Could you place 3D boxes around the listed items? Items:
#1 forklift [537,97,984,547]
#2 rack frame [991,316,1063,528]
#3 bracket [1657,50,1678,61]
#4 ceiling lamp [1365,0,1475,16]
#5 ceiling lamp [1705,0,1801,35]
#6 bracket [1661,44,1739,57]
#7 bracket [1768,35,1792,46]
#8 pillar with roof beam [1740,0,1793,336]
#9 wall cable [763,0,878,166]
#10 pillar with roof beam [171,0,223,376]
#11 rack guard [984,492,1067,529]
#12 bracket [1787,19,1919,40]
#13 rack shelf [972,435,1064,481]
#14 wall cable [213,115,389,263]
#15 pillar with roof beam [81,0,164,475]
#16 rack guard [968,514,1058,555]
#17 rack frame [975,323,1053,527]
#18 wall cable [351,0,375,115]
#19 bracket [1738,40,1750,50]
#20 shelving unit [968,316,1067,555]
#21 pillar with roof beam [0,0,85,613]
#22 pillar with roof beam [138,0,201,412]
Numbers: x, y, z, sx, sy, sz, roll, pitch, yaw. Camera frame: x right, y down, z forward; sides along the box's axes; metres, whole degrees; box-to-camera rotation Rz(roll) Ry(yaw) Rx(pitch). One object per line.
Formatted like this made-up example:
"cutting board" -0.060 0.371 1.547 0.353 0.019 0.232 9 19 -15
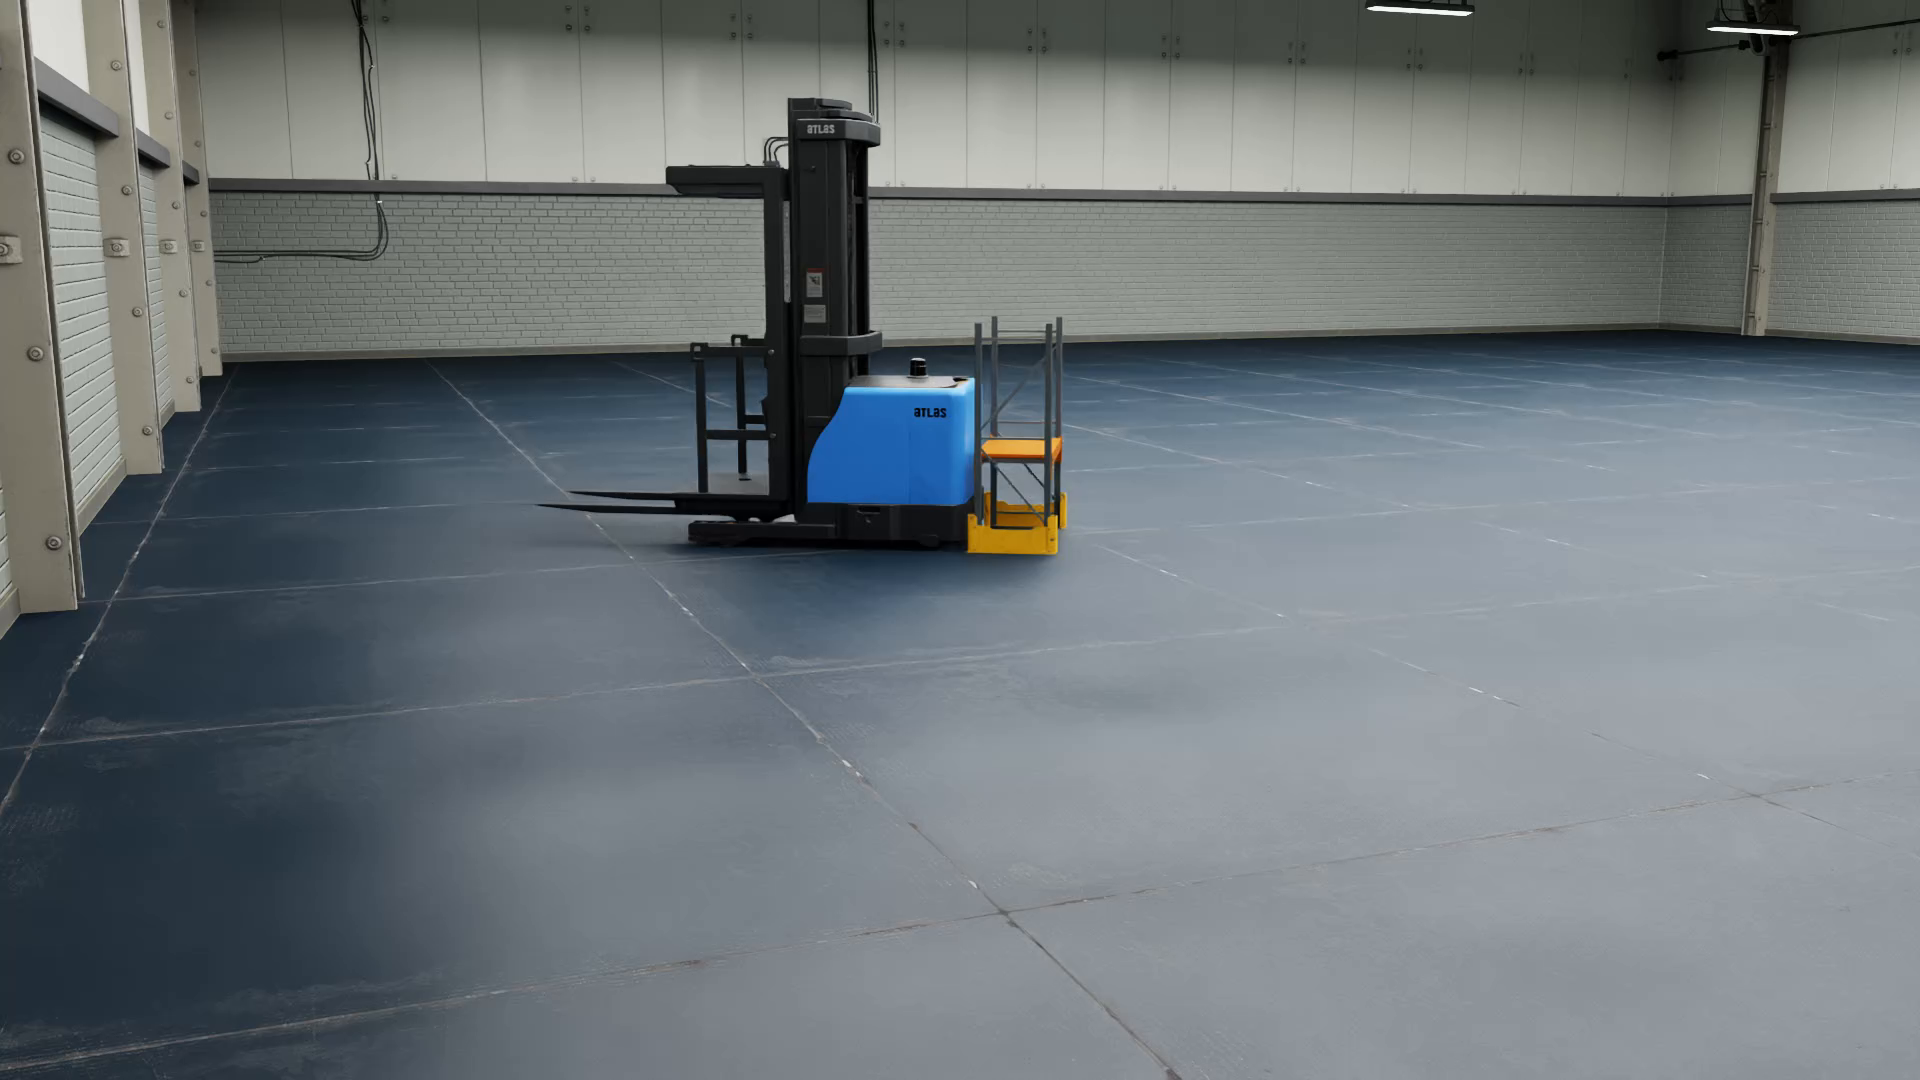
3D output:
"forklift" -1.391 -1.488 11.418 3.031 2.935 1.130 1 10 8
"rack frame" 0.470 -0.830 11.806 0.500 1.500 0.032 1 10 7
"bracket" 16.366 -11.207 38.453 0.235 0.232 0.430 -4 11 -21
"ceiling lamp" 7.642 -10.466 27.894 2.000 3.185 0.800 -4 11 -21
"ceiling lamp" 14.483 -10.932 30.513 2.000 3.185 0.800 -4 11 -21
"bracket" 16.580 -11.111 37.911 0.076 0.066 3.189 -4 11 -21
"bracket" 17.526 -10.685 35.517 0.235 0.232 0.430 -4 11 -21
"pillar with roof beam" 13.694 -8.730 34.803 9.100 9.000 0.548 -4 11 -21
"wall cable" -2.634 -9.843 31.351 2.305 6.003 0.169 -4 11 -21
"pillar with roof beam" -7.640 -7.277 26.637 9.100 9.000 0.548 -4 11 -21
"rack guard" 0.468 -0.212 11.896 0.587 0.250 0.087 1 10 7
"bracket" 18.460 -10.265 33.152 0.076 0.066 4.783 -4 11 -21
"rack shelf" 0.408 -0.565 11.340 0.538 0.185 1.000 1 10 7
"wall cable" -11.488 -6.040 28.548 3.097 2.526 0.112 -4 11 -21
"pillar with roof beam" -3.292 -5.319 15.625 9.100 9.000 0.400 -4 11 -21
"rack guard" 0.345 -0.039 10.923 0.587 0.250 0.087 1 10 7
"rack frame" 0.345 -0.654 10.812 0.500 1.500 0.032 1 10 7
"wall cable" -8.966 -8.698 29.071 3.097 2.526 0.112 -4 11 -21
"bracket" 17.225 -10.821 36.278 0.235 0.232 0.430 -4 11 -21
"shelving unit" 0.407 -0.740 11.300 0.587 1.500 1.083 1 10 7
"pillar with roof beam" -1.117 -4.339 10.120 9.100 9.000 0.400 -4 11 -21
"pillar with roof beam" -5.466 -6.298 21.131 9.100 9.000 0.400 -4 11 -21
